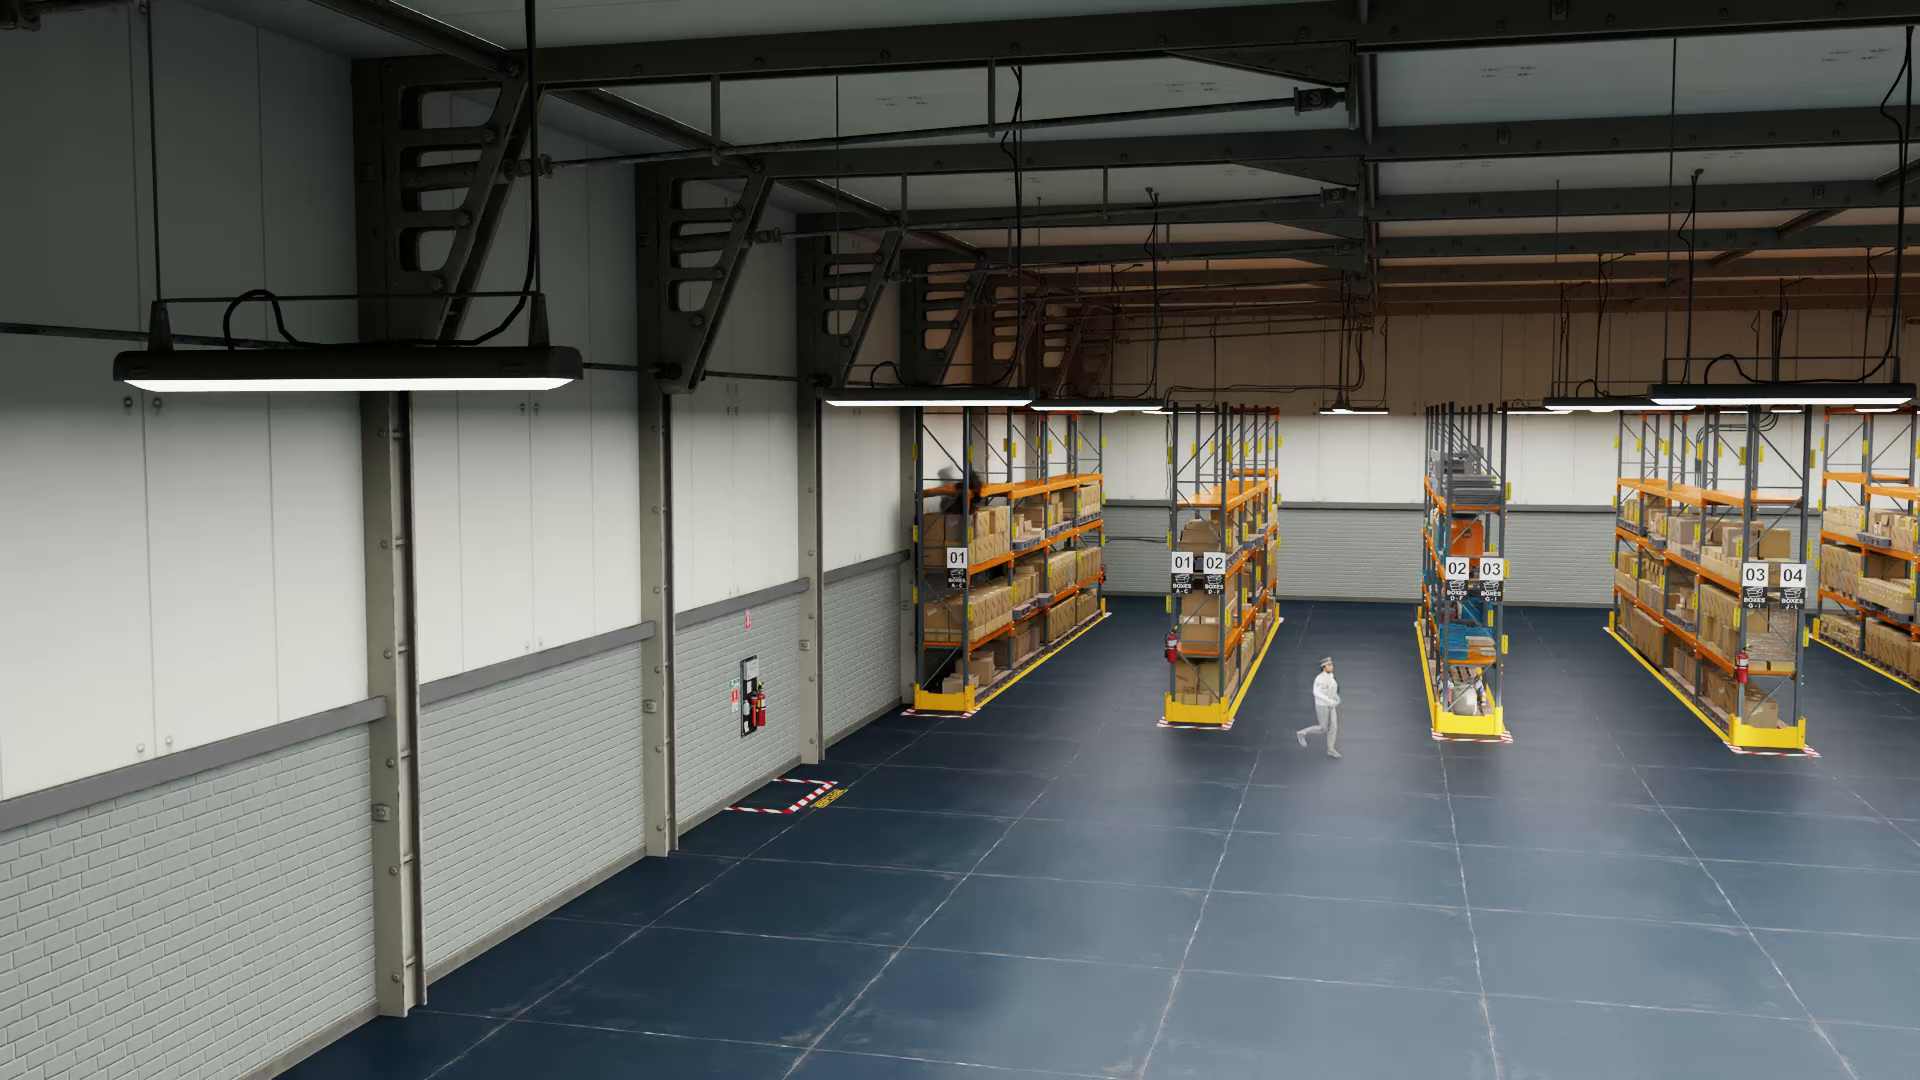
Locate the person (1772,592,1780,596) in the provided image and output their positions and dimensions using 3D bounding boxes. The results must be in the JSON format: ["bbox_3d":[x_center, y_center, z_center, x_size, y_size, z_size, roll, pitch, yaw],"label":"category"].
[{"bbox_3d":[20.573,1.821,41.794,0.567,1.728,0.642,1,4,12],"label":"person"}]

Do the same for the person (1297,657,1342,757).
[{"bbox_3d":[6.156,2.814,28.246,0.781,1.695,0.624,4,6,41],"label":"person"}]
